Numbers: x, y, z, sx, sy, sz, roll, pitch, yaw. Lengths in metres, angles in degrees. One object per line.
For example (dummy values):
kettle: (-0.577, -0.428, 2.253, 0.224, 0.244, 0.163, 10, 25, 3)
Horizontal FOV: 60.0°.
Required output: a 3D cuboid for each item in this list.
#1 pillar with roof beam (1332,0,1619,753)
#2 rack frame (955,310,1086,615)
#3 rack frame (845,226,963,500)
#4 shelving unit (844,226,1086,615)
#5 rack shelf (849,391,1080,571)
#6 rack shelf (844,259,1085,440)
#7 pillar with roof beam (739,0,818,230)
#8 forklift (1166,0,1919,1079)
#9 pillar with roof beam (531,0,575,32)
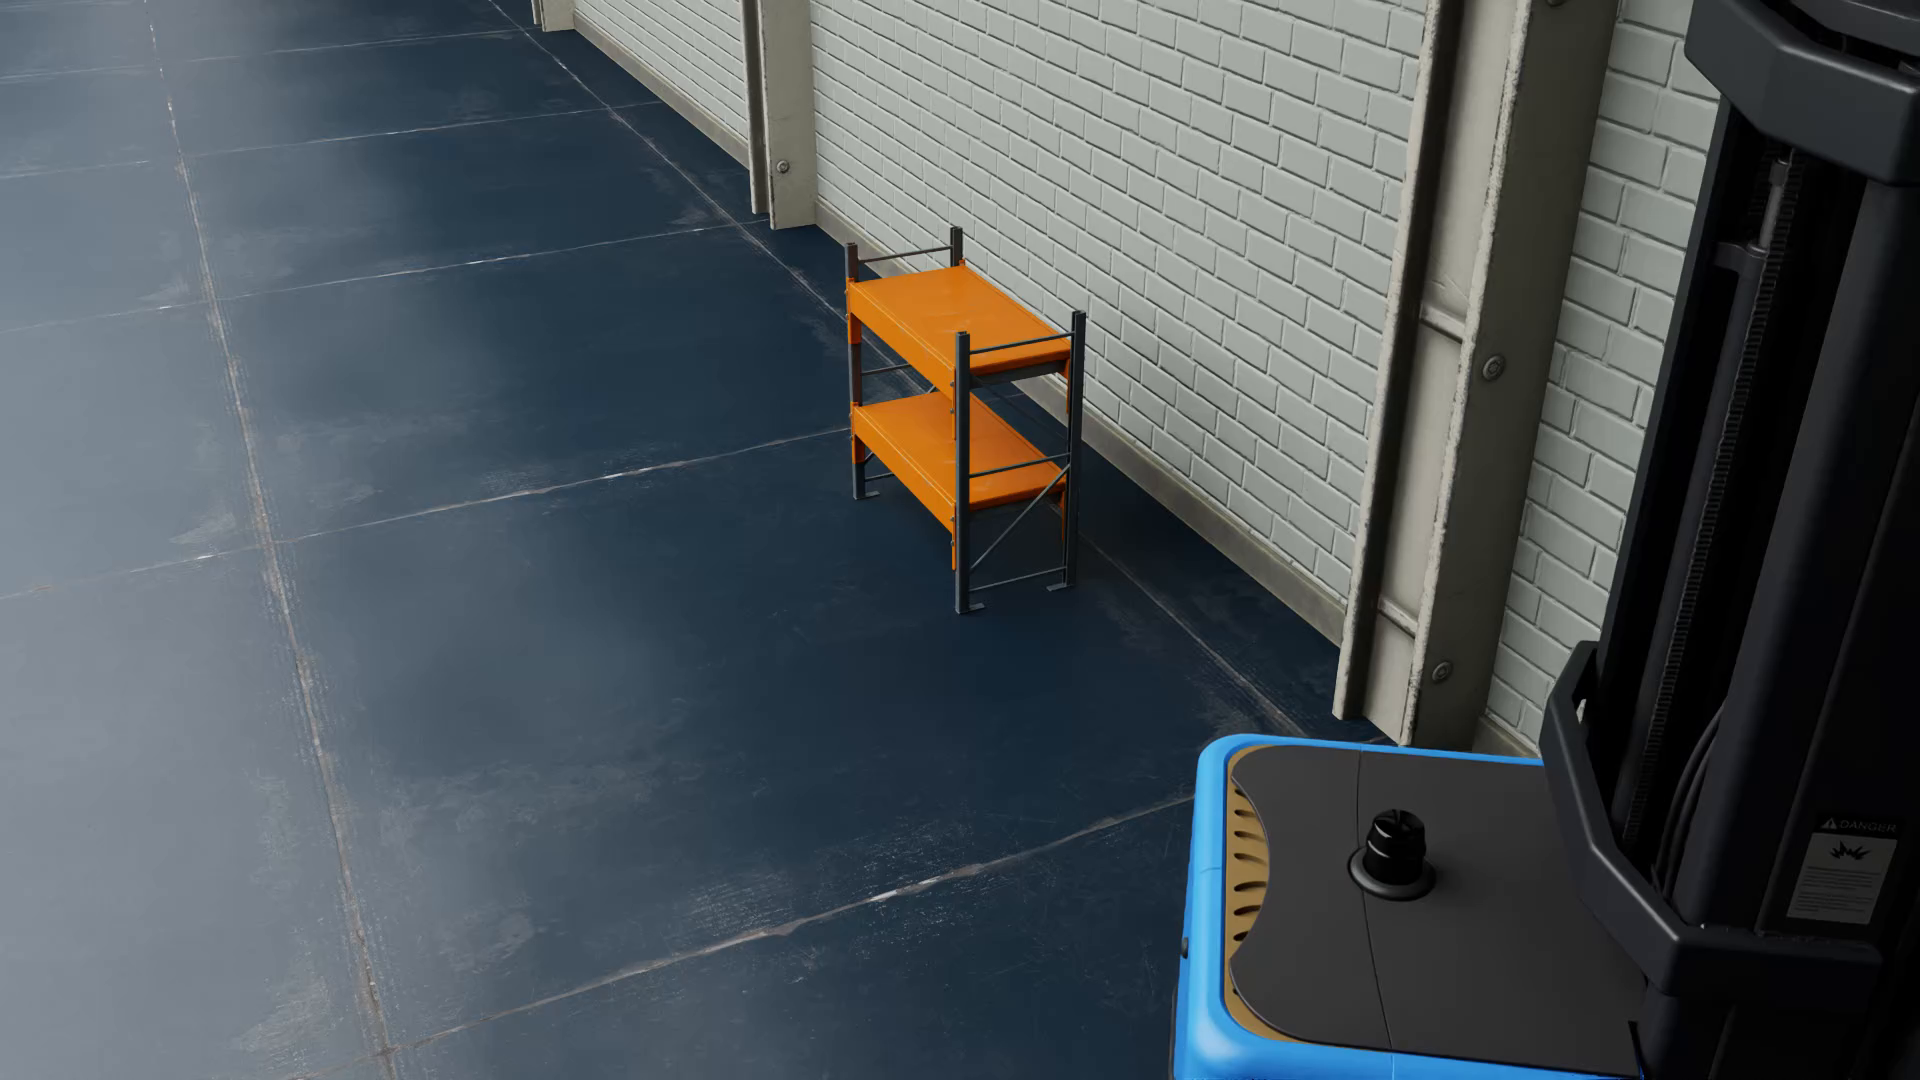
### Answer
pillar with roof beam: (-2.393, -2.377, 1.788, 9.100, 9.000, 0.400, -13, 32, -22)
rack frame: (0.215, -0.269, 6.080, 0.500, 1.125, 0.032, -13, 32, -22)
rack frame: (-0.221, -0.718, 6.881, 0.500, 1.125, 0.032, -13, 32, -22)
shelving unit: (-0.003, -0.494, 6.480, 0.538, 1.125, 1.048, -13, 32, -22)
rack shelf: (-0.003, -0.280, 6.600, 0.538, 0.278, 1.000, -13, 32, -22)
rack shelf: (-0.003, -0.749, 6.337, 0.538, 0.278, 1.000, -13, 32, -22)
pillar with roof beam: (-4.969, -5.027, 6.515, 9.100, 9.000, 0.400, -13, 32, -22)
forklift: (1.962, 0.428, 2.989, 3.031, 2.935, 1.130, 4, 30, 7)
pillar with roof beam: (-7.545, -7.678, 11.241, 9.100, 9.000, 0.400, -13, 32, -22)
